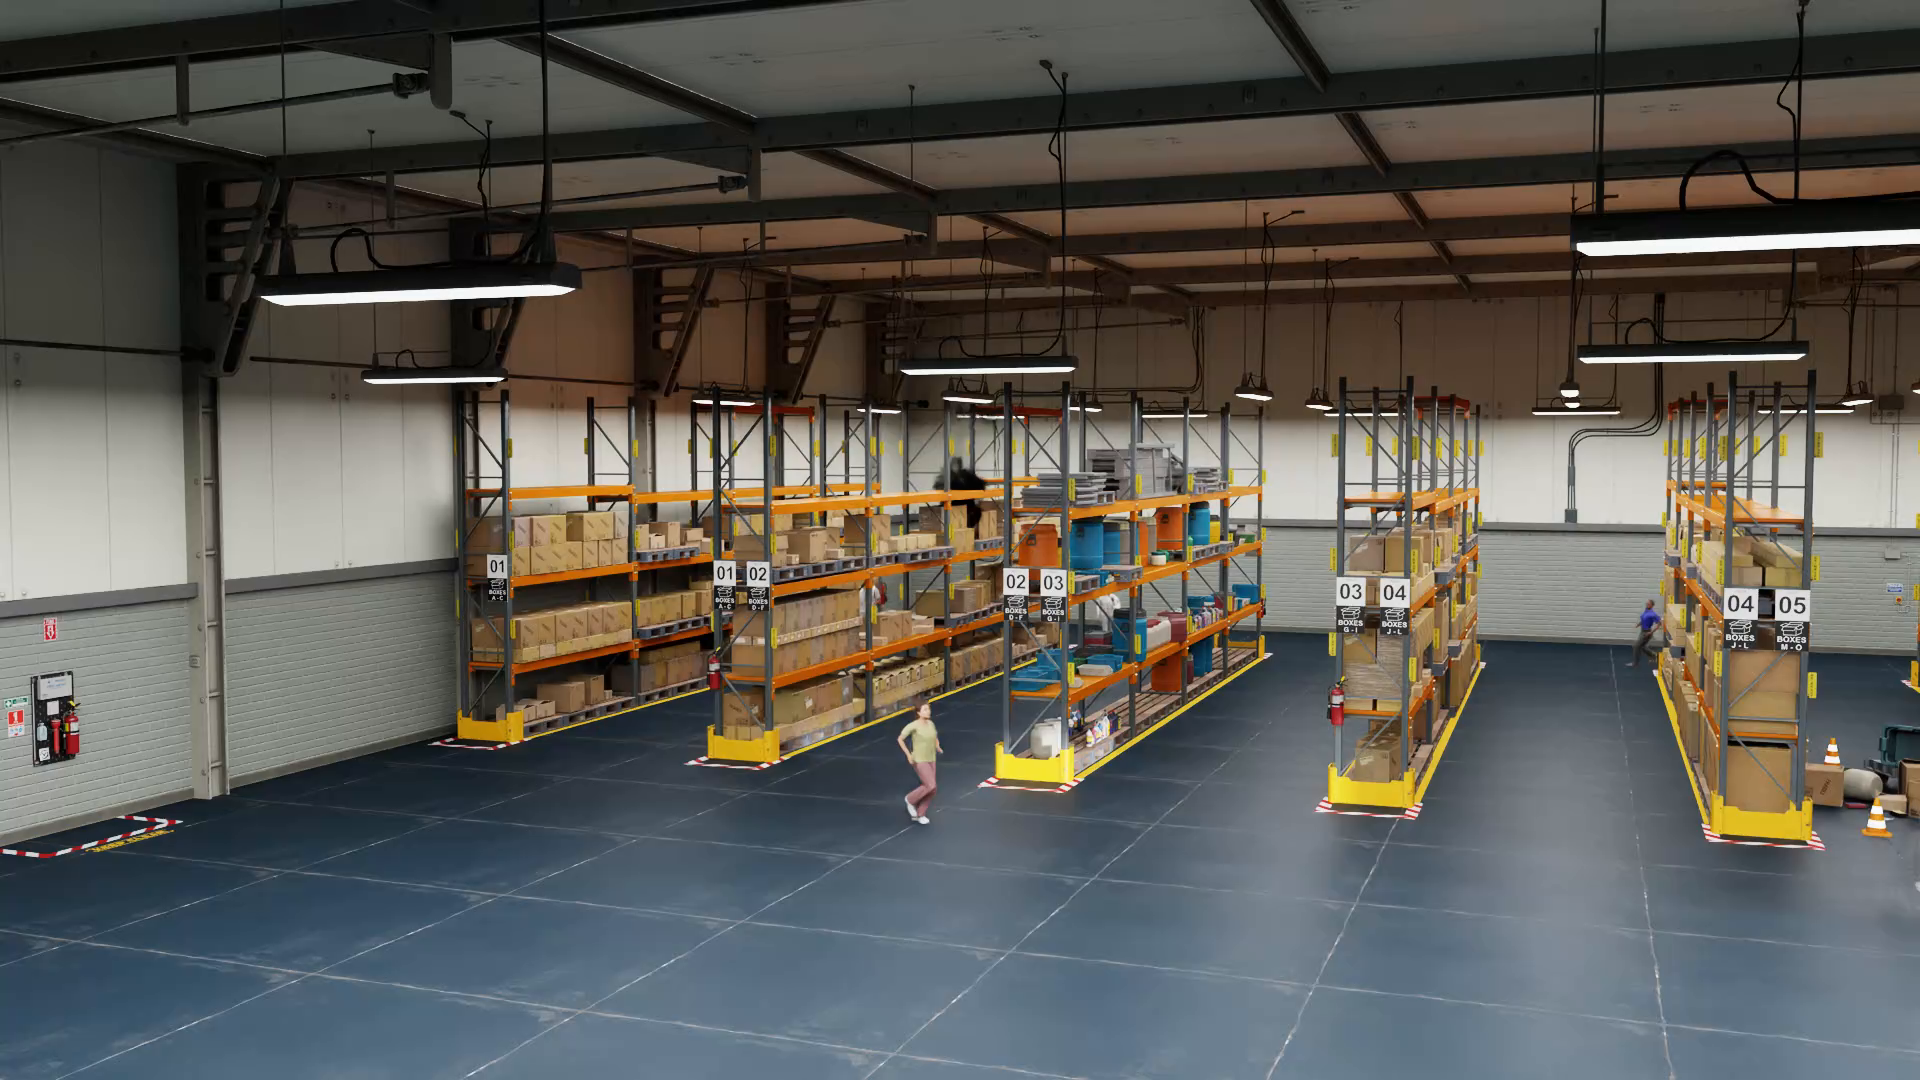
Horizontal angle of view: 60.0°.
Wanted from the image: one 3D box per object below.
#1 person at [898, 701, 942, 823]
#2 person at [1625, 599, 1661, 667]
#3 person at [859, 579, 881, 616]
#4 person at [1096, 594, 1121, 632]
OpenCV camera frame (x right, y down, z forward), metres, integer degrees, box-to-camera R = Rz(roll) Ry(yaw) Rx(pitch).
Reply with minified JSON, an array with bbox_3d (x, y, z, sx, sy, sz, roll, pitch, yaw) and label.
[{"bbox_3d":[-0.462,2.965,22.163,0.523,1.631,0.572,3,4,45],"label":"person"},{"bbox_3d":[15.648,2.125,37.852,0.756,1.581,0.738,0,3,-1],"label":"person"},{"bbox_3d":[-2.125,1.714,38.668,0.649,1.802,1.136,1,3,14],"label":"person"},{"bbox_3d":[3.631,1.891,40.659,0.609,1.684,0.942,0,3,4],"label":"person"}]
